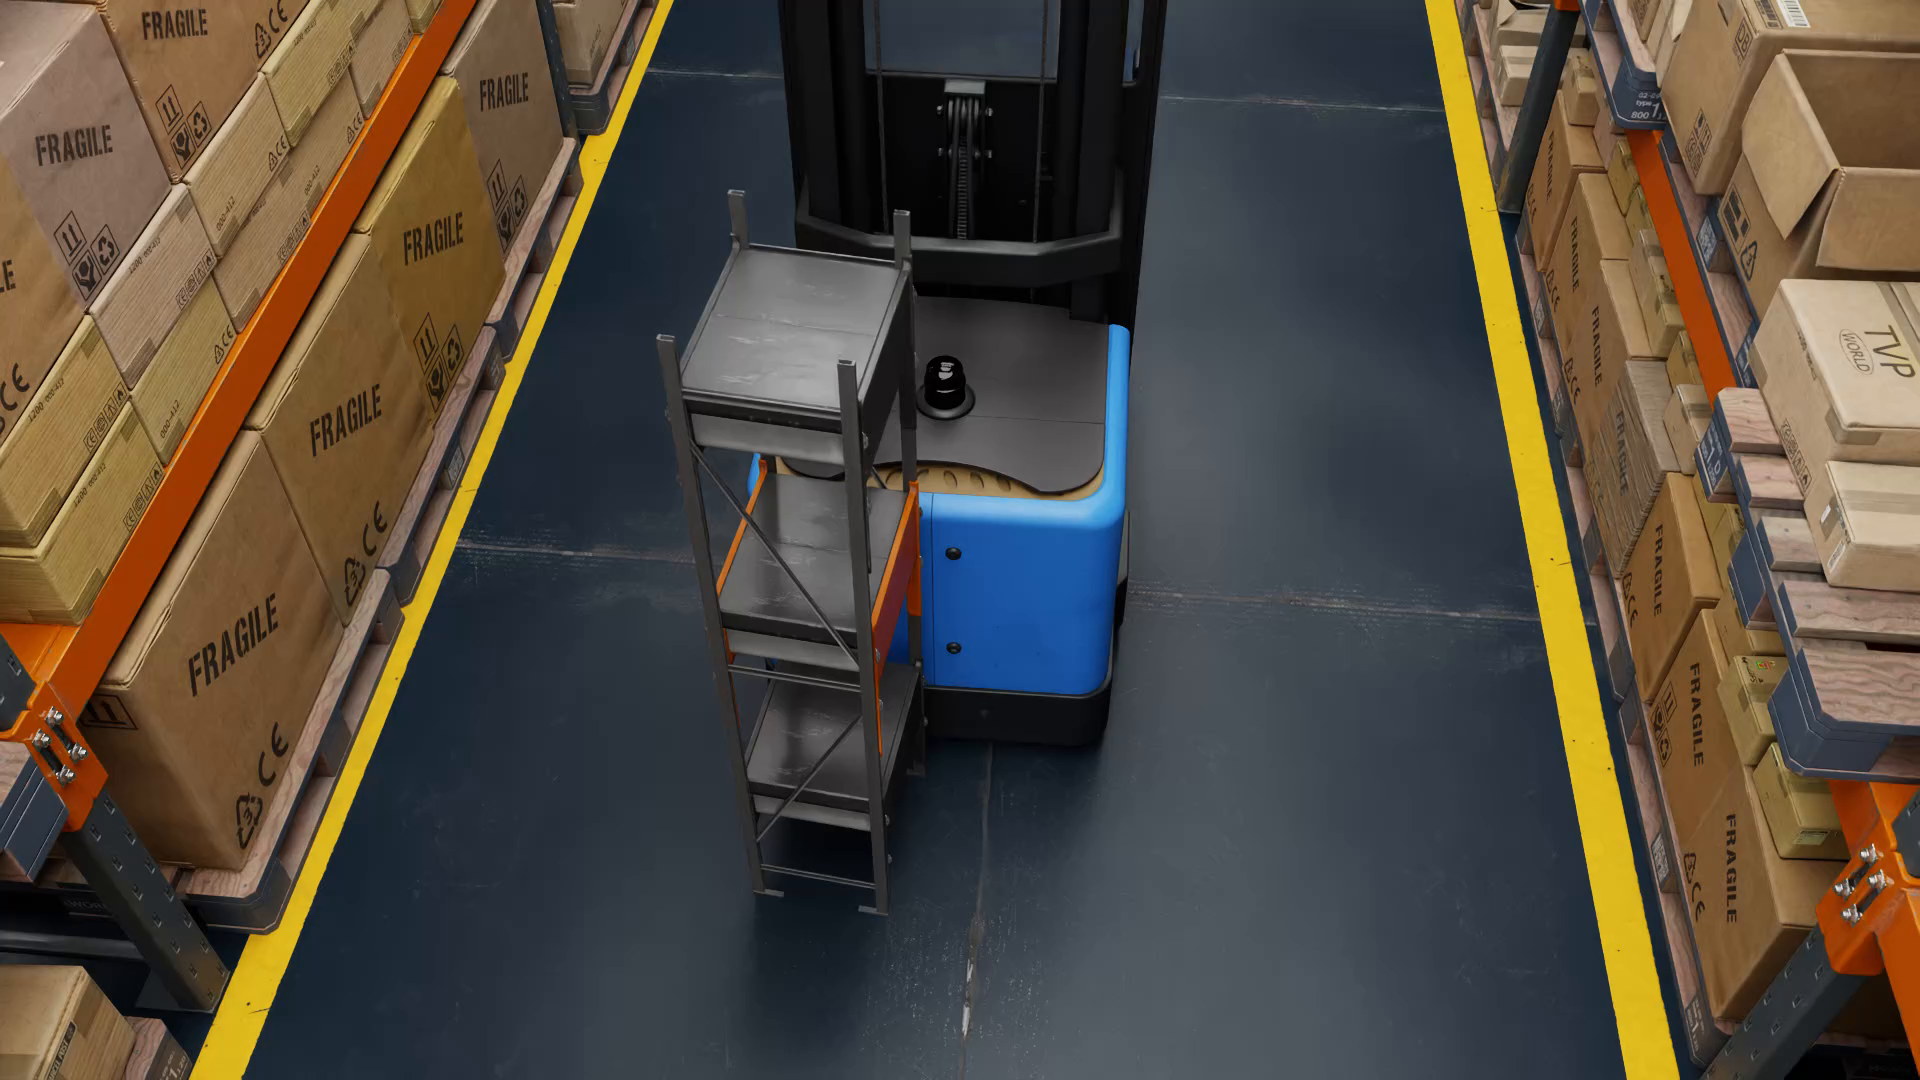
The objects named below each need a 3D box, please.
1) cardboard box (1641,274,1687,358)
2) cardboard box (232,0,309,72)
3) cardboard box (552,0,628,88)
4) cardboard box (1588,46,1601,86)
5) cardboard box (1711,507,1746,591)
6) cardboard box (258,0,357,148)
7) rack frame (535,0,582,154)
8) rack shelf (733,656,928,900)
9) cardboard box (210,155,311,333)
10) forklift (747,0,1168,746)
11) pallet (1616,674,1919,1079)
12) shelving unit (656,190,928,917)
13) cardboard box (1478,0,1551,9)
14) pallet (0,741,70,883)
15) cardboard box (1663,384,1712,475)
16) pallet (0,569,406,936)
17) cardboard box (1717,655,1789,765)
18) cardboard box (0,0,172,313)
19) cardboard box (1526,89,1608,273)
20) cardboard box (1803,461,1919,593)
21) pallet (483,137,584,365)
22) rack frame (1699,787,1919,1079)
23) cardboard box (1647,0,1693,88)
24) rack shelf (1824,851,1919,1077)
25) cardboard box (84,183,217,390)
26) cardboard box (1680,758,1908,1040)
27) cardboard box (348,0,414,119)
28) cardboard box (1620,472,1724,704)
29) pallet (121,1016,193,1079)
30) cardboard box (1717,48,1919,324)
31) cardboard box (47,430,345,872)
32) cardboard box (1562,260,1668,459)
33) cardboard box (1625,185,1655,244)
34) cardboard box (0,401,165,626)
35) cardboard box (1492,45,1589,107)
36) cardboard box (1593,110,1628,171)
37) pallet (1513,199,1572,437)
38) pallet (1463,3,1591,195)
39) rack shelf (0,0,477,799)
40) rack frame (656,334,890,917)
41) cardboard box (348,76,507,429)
[{"bbox_3d":[2.418,-0.705,5.331,0.380,0.149,0.250,5,48,5],"label":"cardboard box"},{"bbox_3d":[-2.100,-1.621,4.454,0.500,0.500,0.500,5,48,4],"label":"cardboard box"},{"bbox_3d":[-2.007,-2.459,7.418,0.875,0.438,0.875,3,48,3],"label":"cardboard box"},{"bbox_3d":[2.535,-1.765,6.099,0.380,0.149,0.250,3,48,3],"label":"cardboard box"},{"bbox_3d":[2.331,0.061,4.631,0.380,0.149,0.250,5,48,5],"label":"cardboard box"},{"bbox_3d":[-2.079,-1.379,4.742,0.500,0.250,0.500,5,48,4],"label":"cardboard box"},{"bbox_3d":[-2.171,-2.728,6.212,1.000,3.000,0.127,4,48,4],"label":"rack frame"},{"bbox_3d":[-0.352,0.643,4.706,0.431,0.518,0.480,8,48,8],"label":"rack shelf"},{"bbox_3d":[-2.158,-0.844,4.591,0.500,0.250,0.500,5,48,5],"label":"cardboard box"},{"bbox_3d":[0.054,-1.452,5.092,1.130,2.935,3.031,4,48,3],"label":"forklift"},{"bbox_3d":[2.513,0.937,4.750,1.003,0.211,1.213,4,48,4],"label":"pallet"},{"bbox_3d":[-0.352,0.161,4.180,0.431,2.100,0.503,8,48,8],"label":"shelving unit"},{"bbox_3d":[2.775,-2.803,7.690,0.700,0.500,0.500,2,48,2],"label":"cardboard box"},{"bbox_3d":[-2.495,0.807,3.109,1.213,0.211,1.003,4,48,4],"label":"pallet"},{"bbox_3d":[2.349,-0.327,4.986,0.380,0.149,0.250,2,48,2],"label":"cardboard box"},{"bbox_3d":[-2.389,0.578,5.078,1.003,0.211,1.213,4,48,4],"label":"pallet"},{"bbox_3d":[2.194,0.443,4.282,0.380,0.149,0.250,2,48,2],"label":"cardboard box"},{"bbox_3d":[-2.212,-0.871,3.768,0.500,0.500,0.500,4,48,4],"label":"cardboard box"},{"bbox_3d":[2.504,-1.355,6.366,0.500,0.500,0.500,6,48,5],"label":"cardboard box"},{"bbox_3d":[2.085,-0.023,3.624,0.380,0.149,0.250,5,48,4],"label":"cardboard box"},{"bbox_3d":[-2.167,-1.215,6.718,1.003,0.211,1.213,4,48,4],"label":"pallet"},{"bbox_3d":[2.404,0.542,3.221,0.949,2.616,0.053,4,48,4],"label":"rack frame"},{"bbox_3d":[2.263,-1.498,4.894,0.396,0.266,0.258,6,48,5],"label":"cardboard box"},{"bbox_3d":[2.225,2.255,2.142,1.077,0.370,4.000,4,48,4],"label":"rack shelf"},{"bbox_3d":[-2.196,-0.642,4.067,0.500,0.250,0.500,5,48,4],"label":"cardboard box"},{"bbox_3d":[2.232,0.919,4.286,0.500,0.500,0.500,5,48,5],"label":"cardboard box"},{"bbox_3d":[-2.074,-1.587,5.270,0.500,0.250,0.500,3,48,2],"label":"cardboard box"},{"bbox_3d":[2.333,0.167,4.974,0.500,0.500,0.500,6,48,5],"label":"cardboard box"},{"bbox_3d":[-2.609,1.727,4.028,1.003,0.211,1.213,4,48,4],"label":"pallet"},{"bbox_3d":[2.372,-0.846,4.137,0.797,0.503,0.637,3,48,3],"label":"cardboard box"},{"bbox_3d":[-2.390,0.285,4.612,0.875,0.875,0.875,3,48,3],"label":"cardboard box"},{"bbox_3d":[2.415,-0.596,5.672,0.500,0.500,0.500,3,48,2],"label":"cardboard box"},{"bbox_3d":[2.503,-1.068,5.664,0.380,0.149,0.250,3,48,3],"label":"cardboard box"},{"bbox_3d":[-2.241,-0.081,3.893,0.500,0.250,0.500,3,48,3],"label":"cardboard box"},{"bbox_3d":[2.530,-2.006,7.199,0.380,0.149,0.250,3,48,2],"label":"cardboard box"},{"bbox_3d":[2.526,-1.460,6.022,0.380,0.149,0.250,3,48,2],"label":"cardboard box"},{"bbox_3d":[2.736,-0.856,6.390,1.003,0.211,1.213,4,48,4],"label":"pallet"},{"bbox_3d":[2.836,-1.960,7.400,1.003,0.211,1.213,4,48,4],"label":"pallet"},{"bbox_3d":[-2.354,-1.016,5.134,1.077,0.370,4.000,4,48,4],"label":"rack shelf"},{"bbox_3d":[-0.399,0.338,4.018,0.400,2.100,0.015,8,48,8],"label":"rack frame"},{"bbox_3d":[-2.223,-1.027,5.812,0.875,0.875,0.875,5,48,5],"label":"cardboard box"}]
